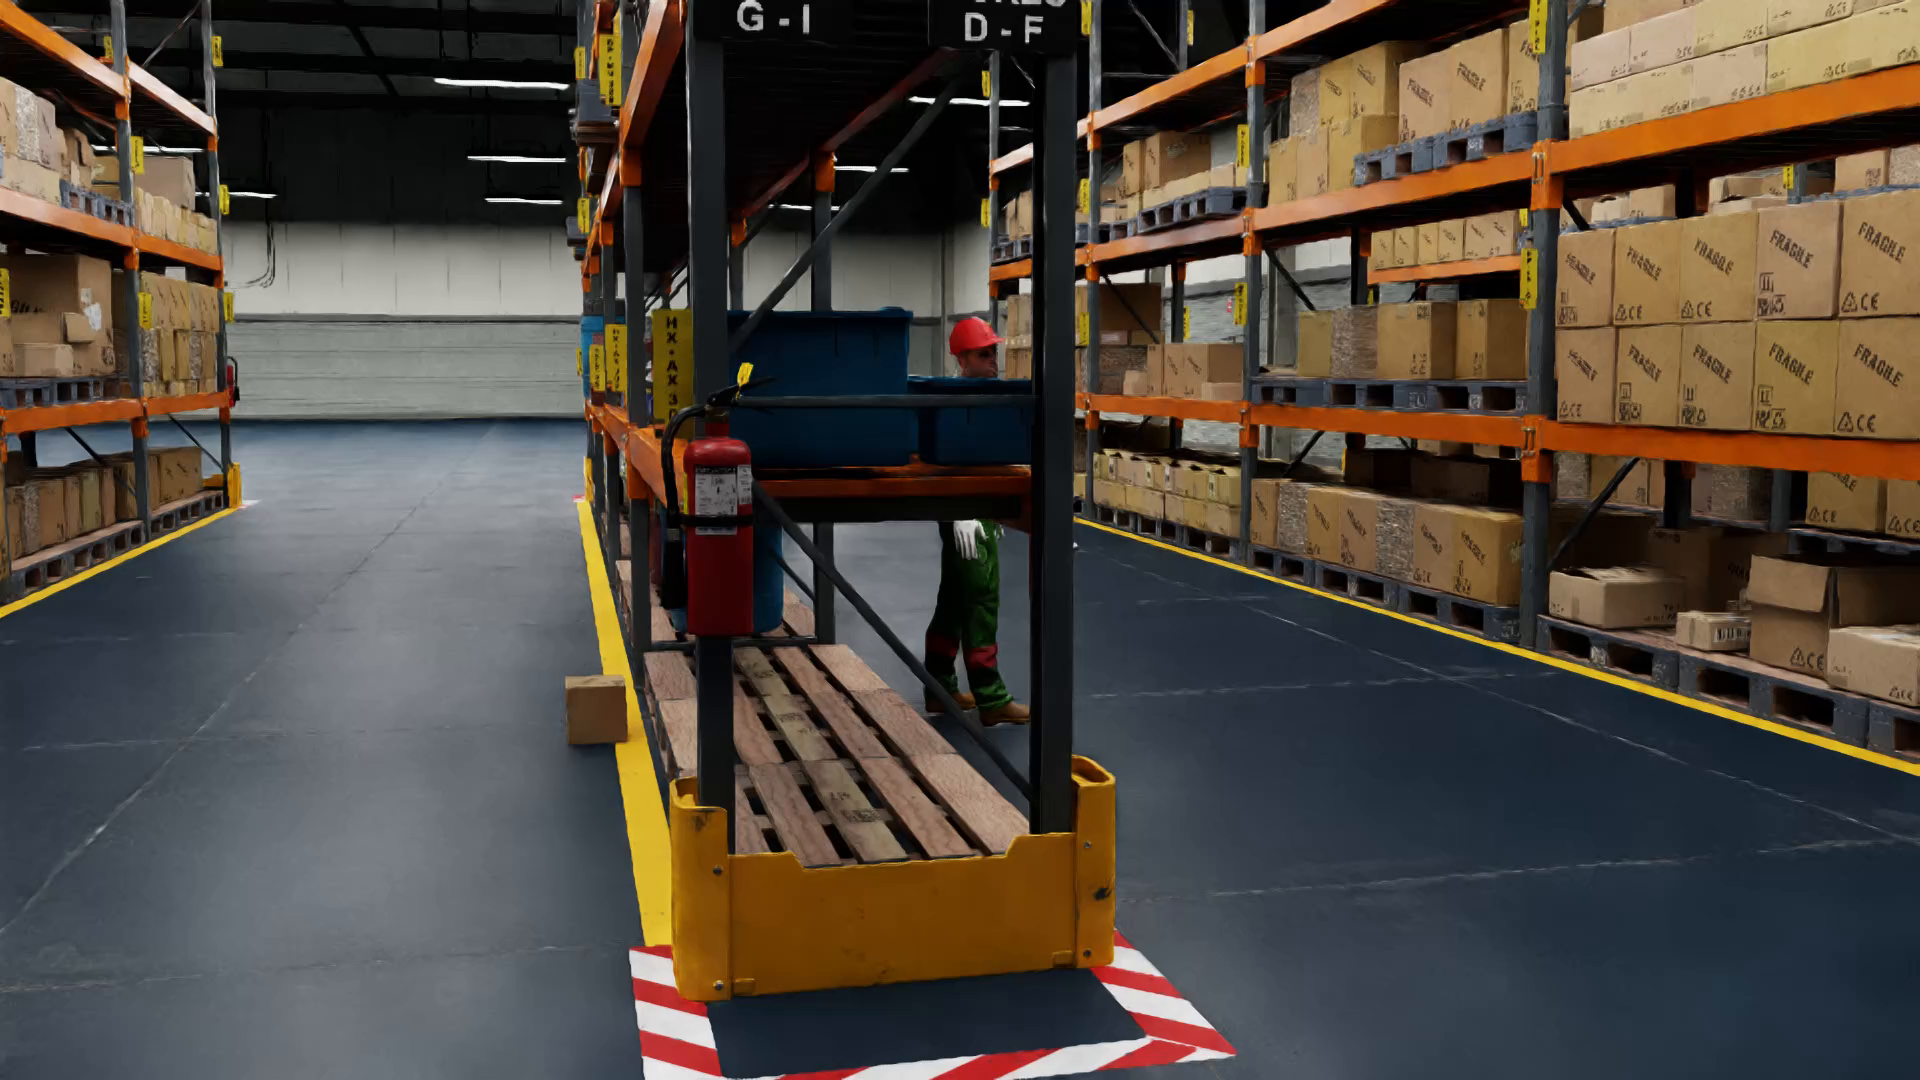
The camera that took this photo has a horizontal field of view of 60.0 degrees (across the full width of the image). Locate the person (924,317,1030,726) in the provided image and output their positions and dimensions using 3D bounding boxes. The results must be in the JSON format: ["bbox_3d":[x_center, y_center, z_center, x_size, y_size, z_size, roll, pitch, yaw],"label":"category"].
[{"bbox_3d":[0.106,-0.086,7.357,0.580,1.787,0.678,1,6,6],"label":"person"}]
